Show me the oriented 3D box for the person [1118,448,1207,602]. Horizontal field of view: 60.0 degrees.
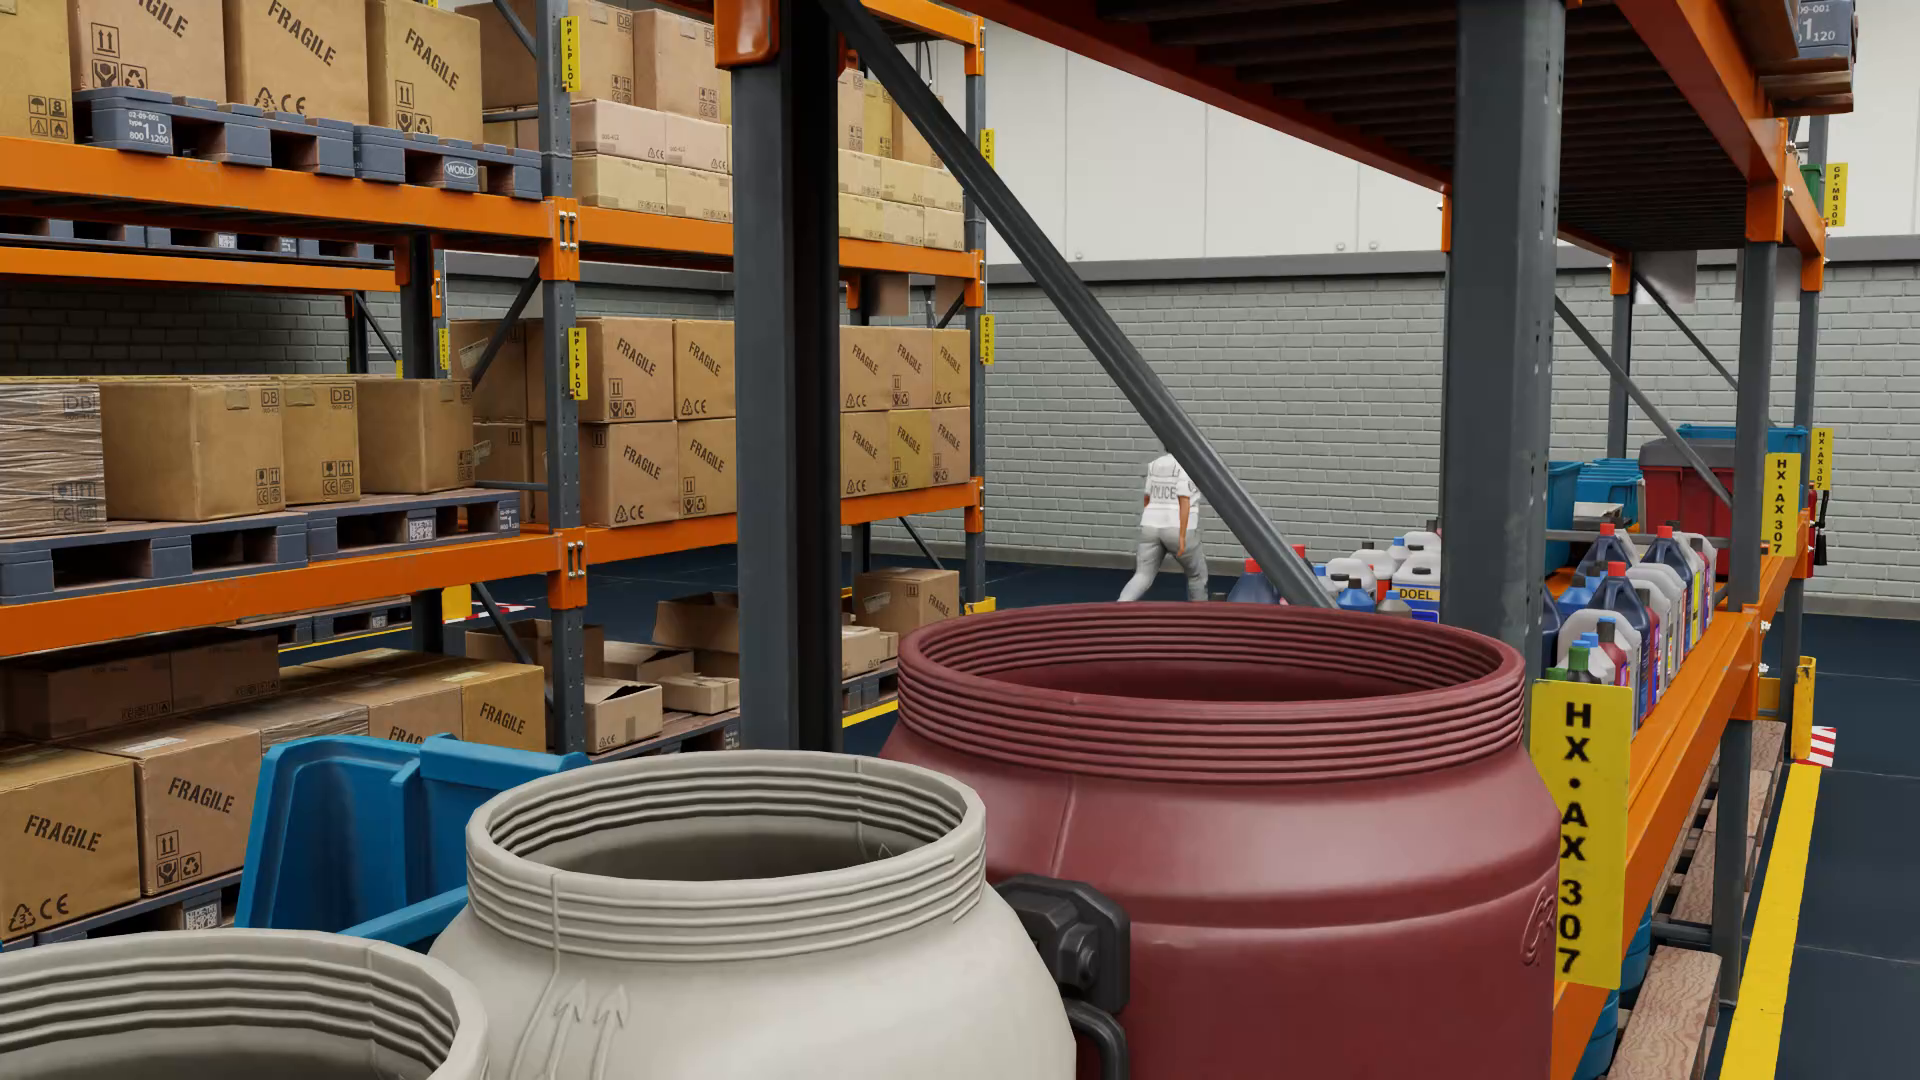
[{"bbox_3d":[1.564,-0.061,12.641,0.486,1.599,1.075,6,9,45],"label":"person"}]
